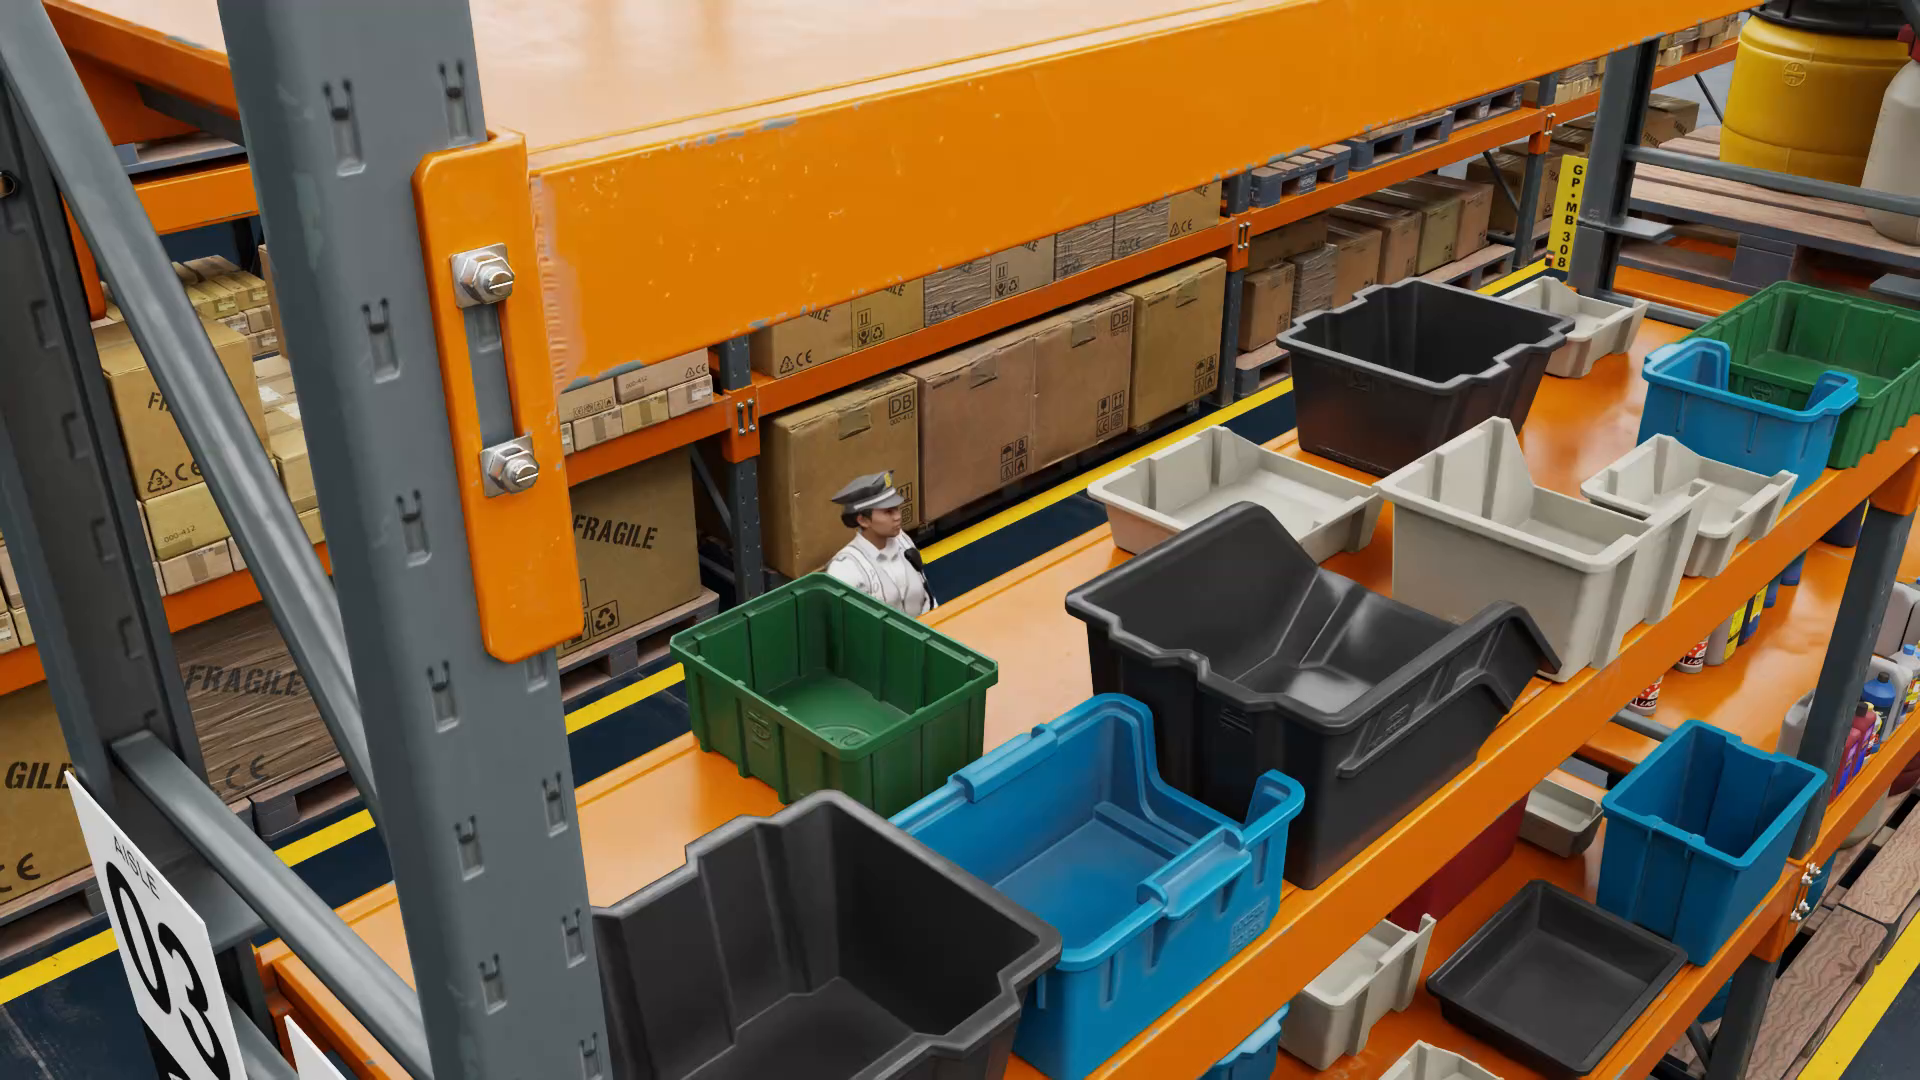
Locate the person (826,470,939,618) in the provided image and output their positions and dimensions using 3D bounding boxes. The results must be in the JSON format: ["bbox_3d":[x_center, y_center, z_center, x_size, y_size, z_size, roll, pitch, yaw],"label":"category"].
[{"bbox_3d":[-0.271,0.527,6.582,0.509,1.701,0.517,20,34,32],"label":"person"}]
